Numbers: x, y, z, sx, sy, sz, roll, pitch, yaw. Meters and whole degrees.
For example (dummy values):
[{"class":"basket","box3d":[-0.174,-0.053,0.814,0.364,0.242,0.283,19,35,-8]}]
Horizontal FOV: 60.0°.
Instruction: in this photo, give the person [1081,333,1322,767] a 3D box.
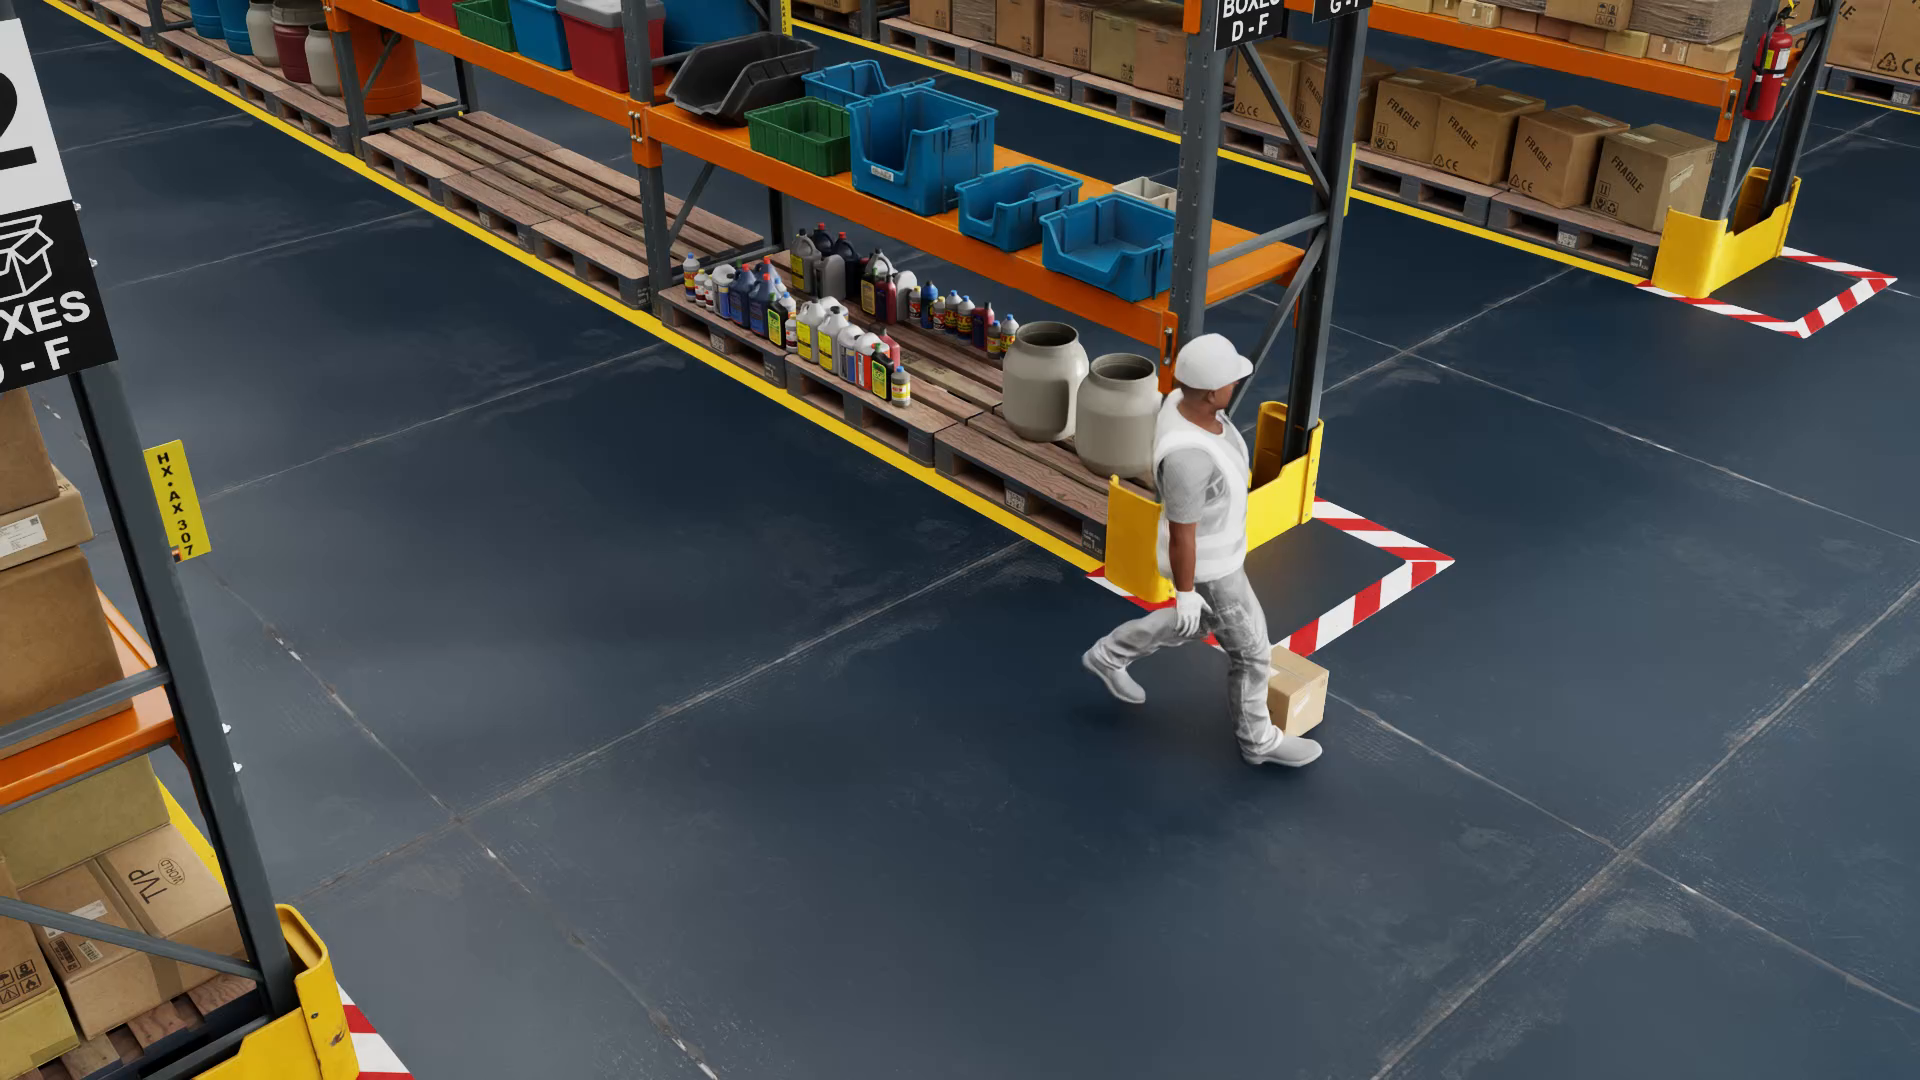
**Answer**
[{"class":"person","box3d":[0.930,0.045,6.077,0.943,1.743,0.579,4,32,6]}]
